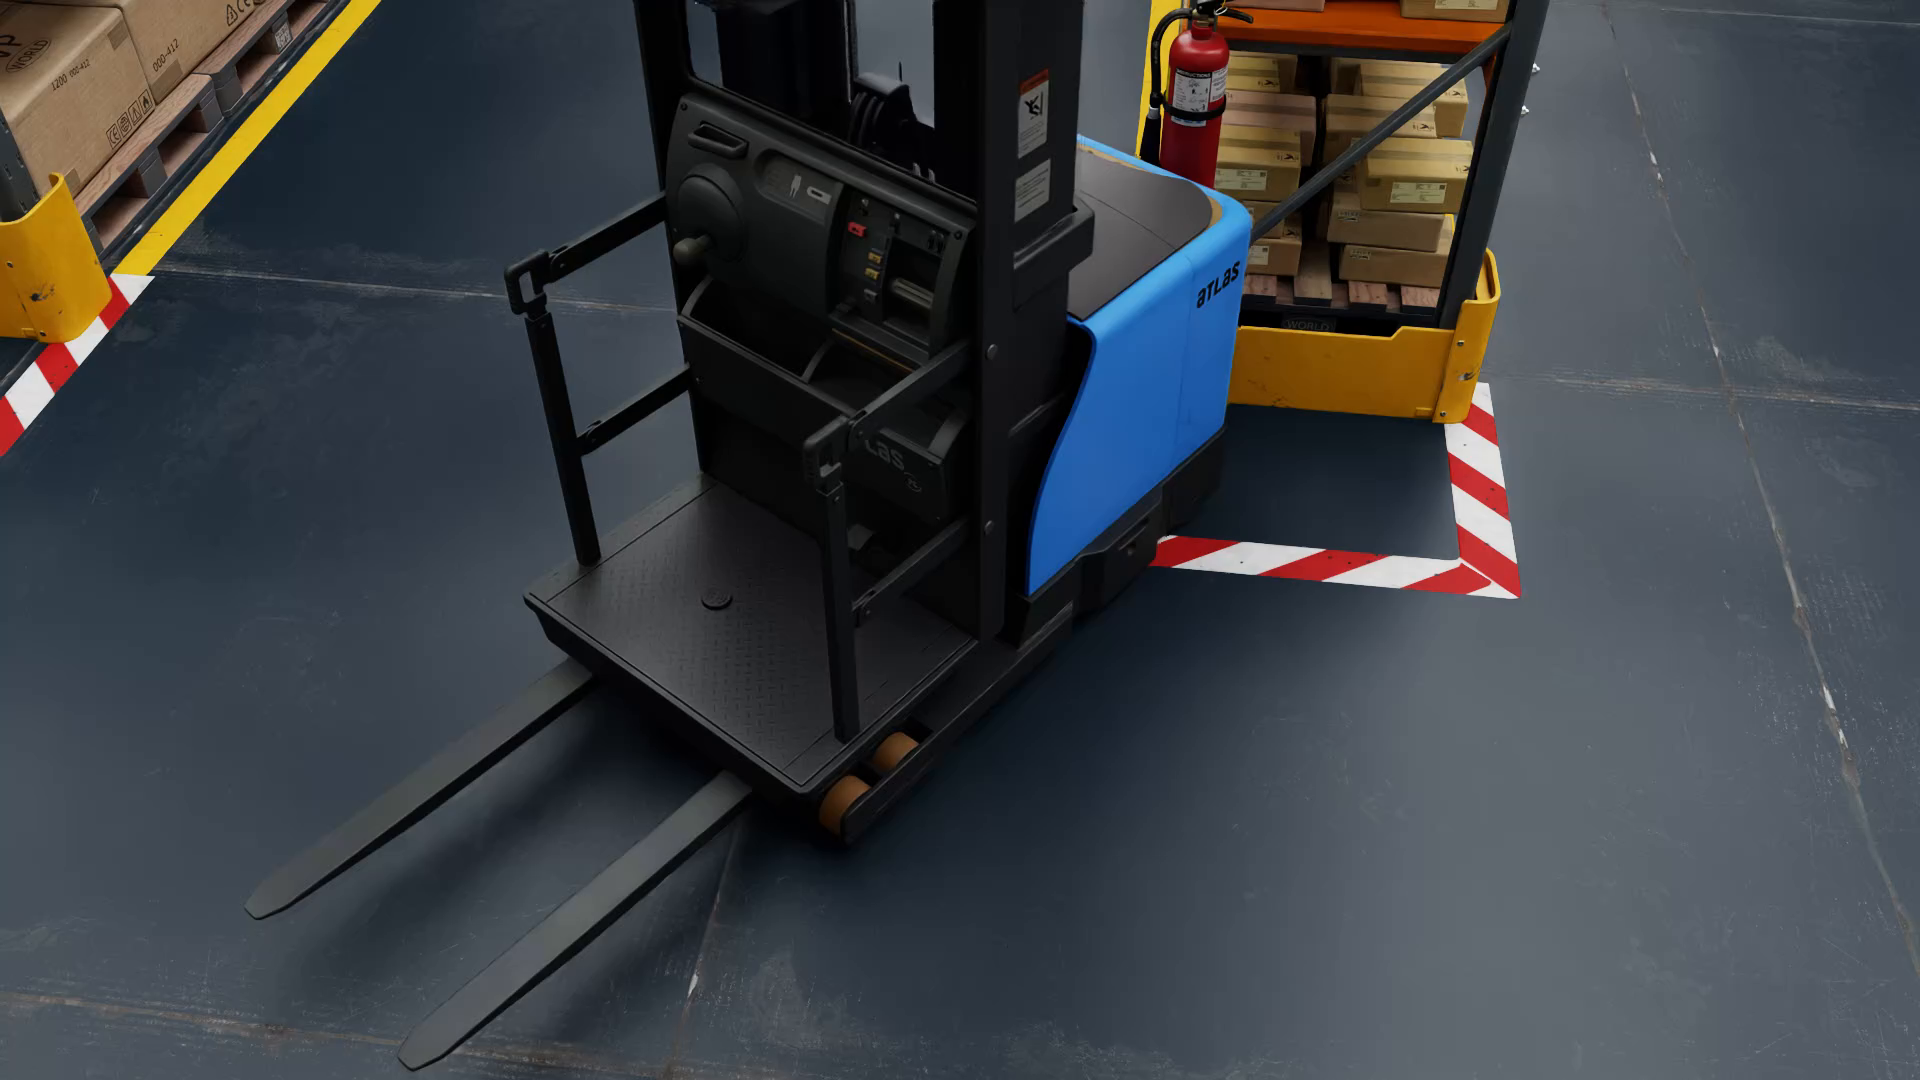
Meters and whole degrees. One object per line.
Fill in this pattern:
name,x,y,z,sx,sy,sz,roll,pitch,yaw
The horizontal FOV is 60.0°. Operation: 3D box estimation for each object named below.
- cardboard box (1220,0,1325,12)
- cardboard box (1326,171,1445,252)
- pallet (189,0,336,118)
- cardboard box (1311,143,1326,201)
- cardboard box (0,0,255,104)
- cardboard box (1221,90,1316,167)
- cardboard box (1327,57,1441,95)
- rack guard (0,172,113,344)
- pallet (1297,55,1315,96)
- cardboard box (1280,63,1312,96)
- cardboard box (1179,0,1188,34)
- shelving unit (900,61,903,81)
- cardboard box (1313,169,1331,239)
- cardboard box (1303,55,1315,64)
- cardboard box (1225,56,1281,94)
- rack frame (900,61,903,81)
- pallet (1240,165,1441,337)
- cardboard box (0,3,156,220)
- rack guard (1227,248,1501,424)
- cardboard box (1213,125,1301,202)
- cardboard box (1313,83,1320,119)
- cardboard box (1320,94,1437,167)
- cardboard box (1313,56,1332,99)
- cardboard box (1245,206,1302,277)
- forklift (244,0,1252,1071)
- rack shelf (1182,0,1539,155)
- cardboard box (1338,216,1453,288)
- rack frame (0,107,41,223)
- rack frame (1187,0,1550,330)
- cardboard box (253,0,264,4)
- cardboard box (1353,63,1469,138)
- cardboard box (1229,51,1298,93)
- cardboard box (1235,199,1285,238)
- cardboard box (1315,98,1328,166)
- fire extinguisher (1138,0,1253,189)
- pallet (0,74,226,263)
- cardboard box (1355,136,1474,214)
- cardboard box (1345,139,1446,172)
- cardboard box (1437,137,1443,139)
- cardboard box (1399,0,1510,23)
cardboard box,0.931,-1.754,5.104,0.380,0.149,0.250,5,44,6
cardboard box,1.491,-1.157,5.842,0.380,0.149,0.250,7,44,7
pallet,-3.560,-2.347,7.575,1.003,0.211,1.213,5,44,6
cardboard box,1.534,-1.399,6.313,0.380,0.149,0.250,6,44,6
cardboard box,-3.651,-2.284,7.039,0.875,0.438,0.875,6,44,7
cardboard box,1.077,-1.481,5.968,0.380,0.149,0.250,6,44,6
cardboard box,1.602,-1.793,6.297,0.380,0.149,0.250,3,44,3
rack guard,-3.755,-1.055,6.000,1.175,0.500,0.348,5,44,6
pallet,1.484,-2.016,7.226,1.003,0.211,1.213,5,44,6
cardboard box,1.159,-1.737,6.454,0.380,0.149,0.250,5,44,5
cardboard box,1.062,-2.028,6.545,0.380,0.149,0.250,7,44,7
shelving unit,-0.300,-1.082,5.629,0.252,1.050,0.215,-4,44,-4
cardboard box,1.508,-1.229,6.134,0.380,0.149,0.250,5,44,5
cardboard box,1.605,-2.056,6.791,0.380,0.149,0.250,7,44,8
cardboard box,0.985,-1.669,6.166,0.380,0.149,0.250,4,44,5
rack frame,-0.179,-1.091,5.639,0.008,1.050,0.200,-4,44,-4
pallet,1.320,-1.187,6.350,1.003,0.211,1.213,5,44,6
cardboard box,-3.764,-1.660,6.379,0.875,0.438,0.875,4,44,4
rack guard,1.178,-0.742,5.670,1.175,0.500,0.348,5,44,6
cardboard box,0.987,-1.315,5.792,0.380,0.149,0.250,6,44,6
cardboard box,1.615,-1.745,6.680,0.380,0.149,0.250,5,44,6
cardboard box,1.491,-1.456,5.941,0.380,0.149,0.250,6,44,6
cardboard box,1.611,-1.867,6.592,0.380,0.149,0.250,3,44,3
cardboard box,1.031,-1.093,5.990,0.380,0.149,0.250,6,44,6
forklift,-0.492,-0.668,3.824,1.130,2.935,3.031,30,51,28
rack shelf,1.432,-2.699,6.442,1.077,0.370,4.000,5,44,6
cardboard box,1.554,-1.043,5.938,0.380,0.149,0.250,6,44,6
rack frame,-3.752,-1.979,5.158,1.000,3.000,0.127,5,44,6
rack frame,1.168,-1.598,4.756,1.000,3.000,0.127,5,44,6
cardboard box,-3.531,-2.899,7.688,0.875,0.438,0.875,4,44,4
cardboard box,1.651,-1.616,6.110,0.380,0.149,0.250,5,44,5
cardboard box,1.082,-1.839,6.346,0.380,0.149,0.250,4,44,4
cardboard box,0.955,-1.208,5.896,0.380,0.149,0.250,4,44,4
cardboard box,1.528,-1.513,6.218,0.380,0.149,0.250,6,44,6
fire extinguisher,0.677,-1.304,4.773,0.296,0.674,0.183,5,44,6
pallet,-3.724,-1.518,6.700,1.003,0.211,1.213,5,44,6
cardboard box,1.574,-1.257,5.731,0.380,0.149,0.250,3,44,4
cardboard box,1.584,-1.338,6.033,0.380,0.149,0.250,5,44,5
cardboard box,1.670,-1.678,6.392,0.380,0.149,0.250,7,44,7
cardboard box,1.535,-1.697,5.044,0.380,0.149,0.250,5,44,5
